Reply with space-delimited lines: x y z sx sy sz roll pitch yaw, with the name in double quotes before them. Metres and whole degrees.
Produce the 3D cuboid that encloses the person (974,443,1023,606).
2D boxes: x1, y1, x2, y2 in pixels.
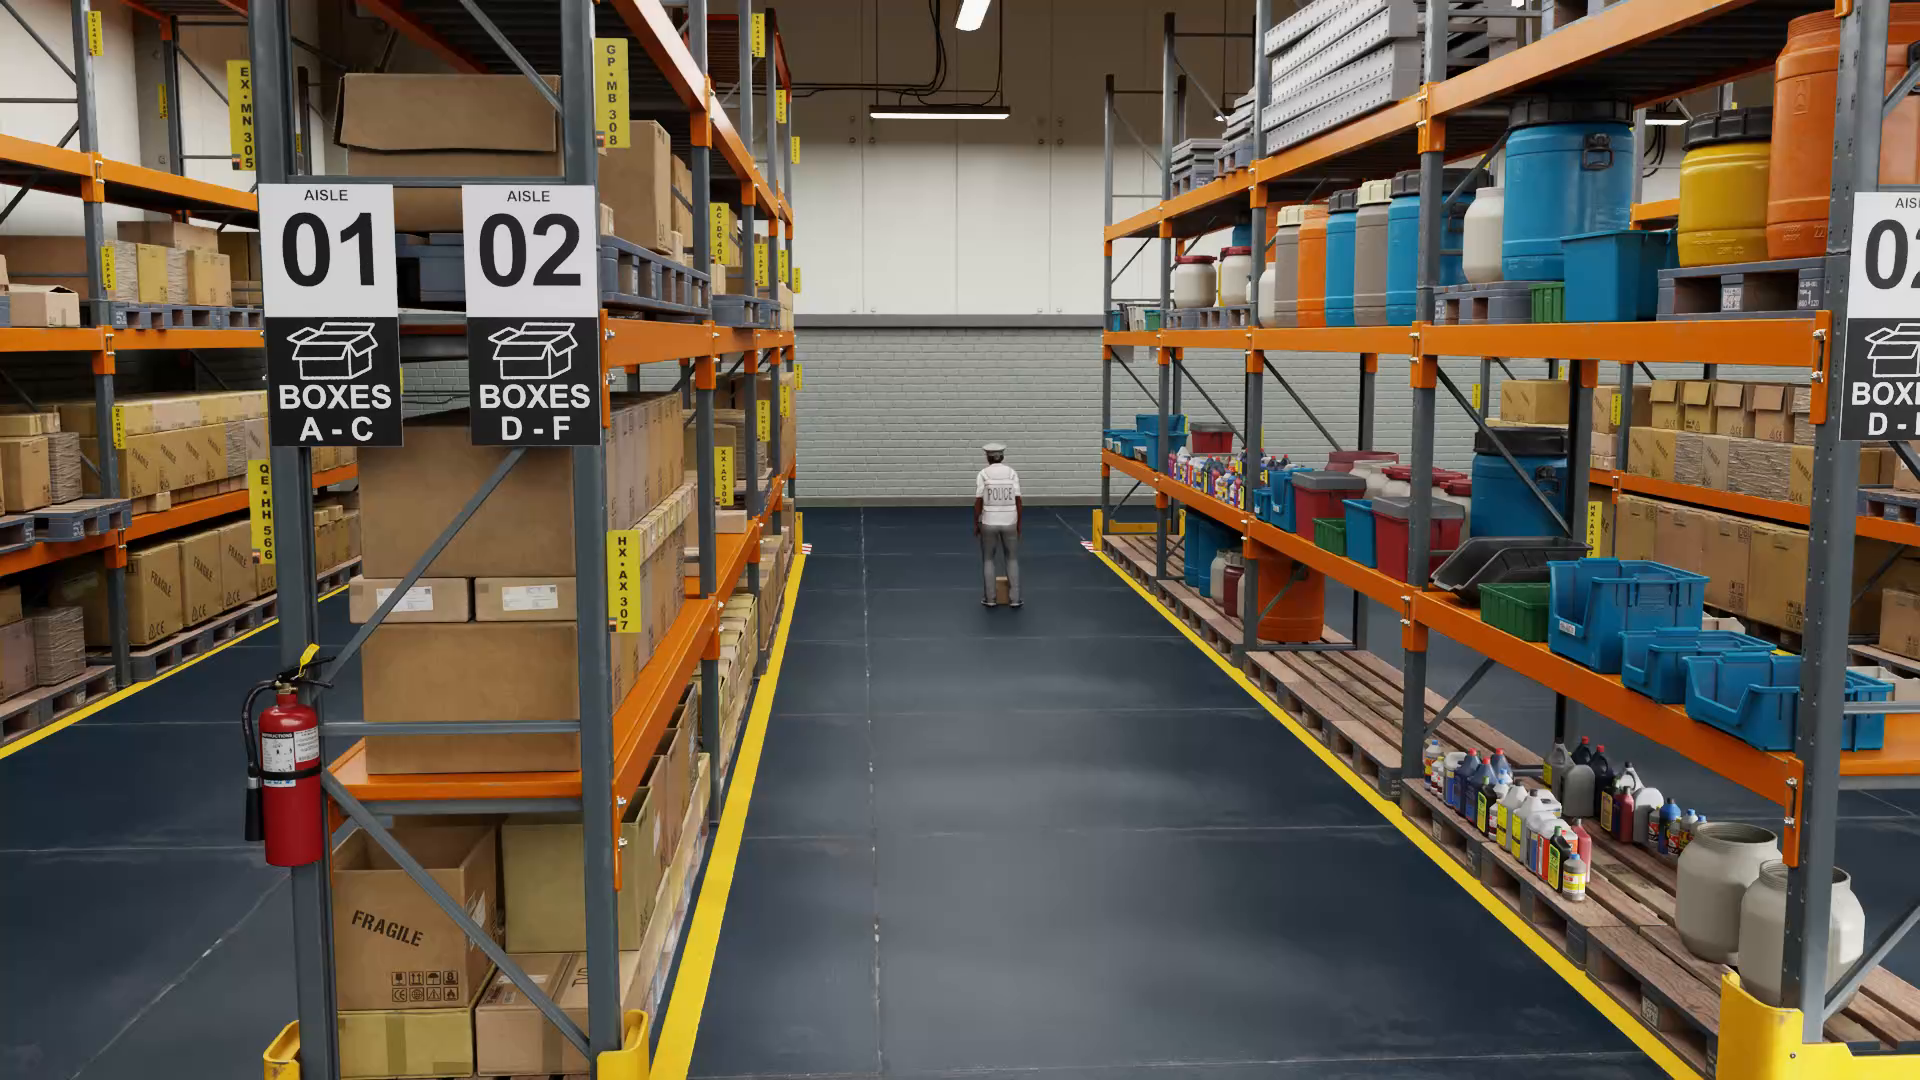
"person" 0.397 -0.149 16.970 0.530 1.660 0.428 -1 7 -7
